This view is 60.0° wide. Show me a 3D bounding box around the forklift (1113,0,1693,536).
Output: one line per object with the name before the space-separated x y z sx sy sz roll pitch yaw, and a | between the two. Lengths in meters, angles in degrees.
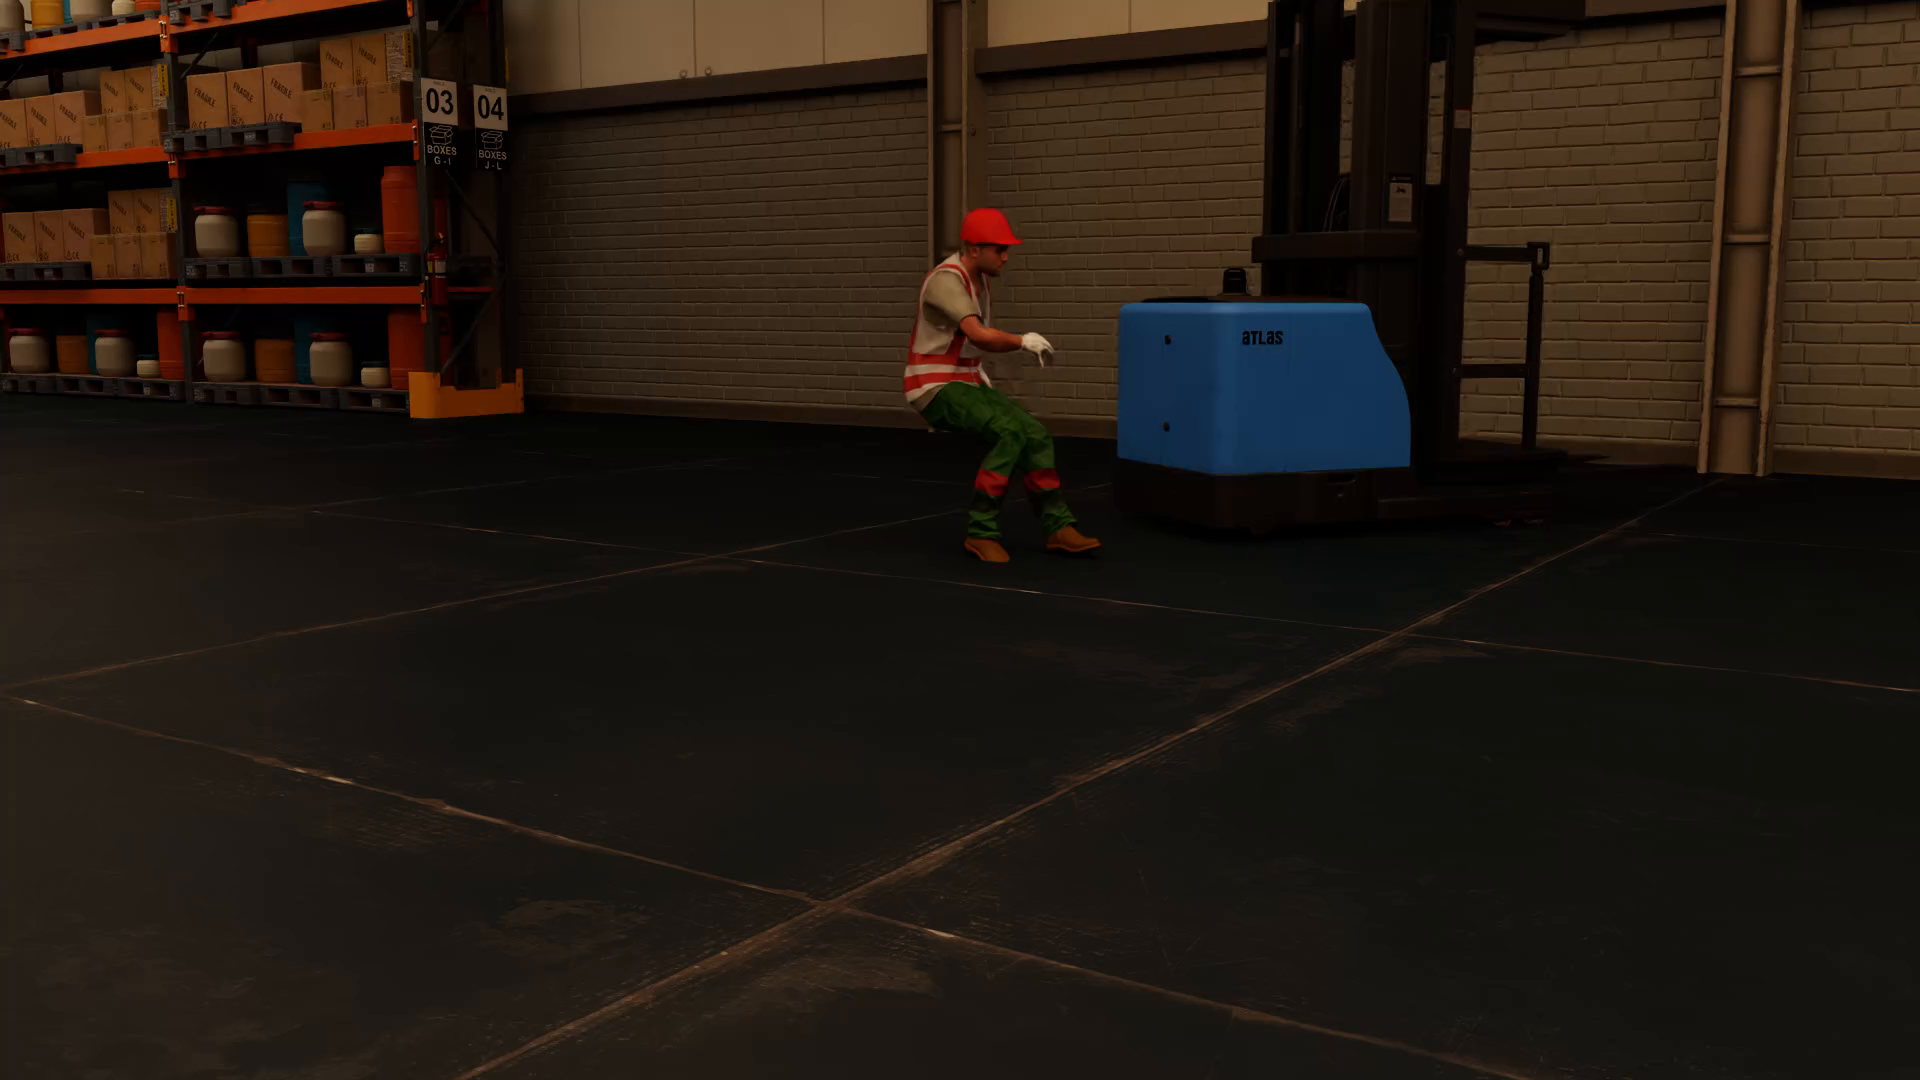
forklift | 2.335 -1.579 8.296 3.031 2.935 1.130 -3 9 -23

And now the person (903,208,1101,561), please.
person | 0.234 -0.680 7.325 0.946 1.534 0.929 3 9 21
